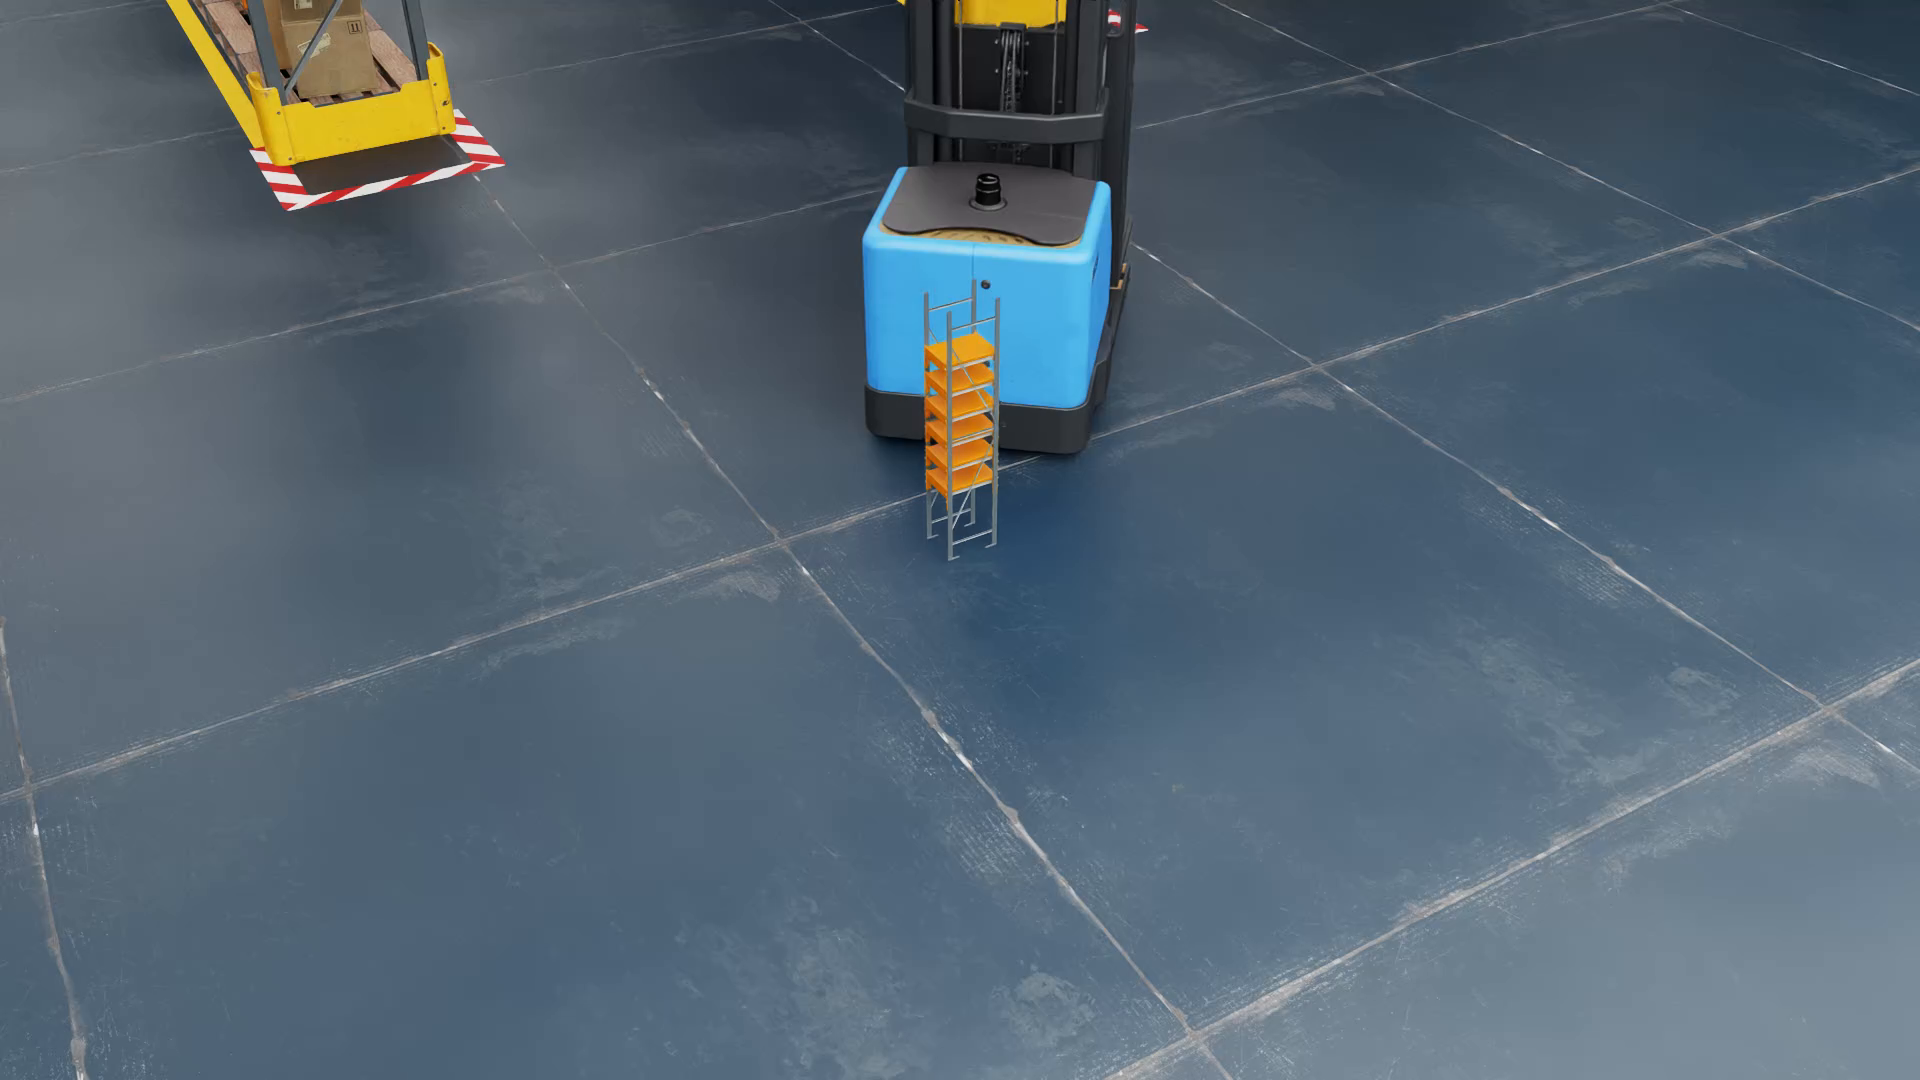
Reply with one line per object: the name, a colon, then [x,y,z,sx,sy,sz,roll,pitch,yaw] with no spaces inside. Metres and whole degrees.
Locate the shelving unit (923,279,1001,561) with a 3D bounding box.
shelving unit: [0.007,-0.477,6.886,0.258,1.200,0.189,-19,40,-24]

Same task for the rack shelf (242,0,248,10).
rack shelf: [-4.850,-4.503,11.482,1.077,0.370,4.000,-19,40,-24]

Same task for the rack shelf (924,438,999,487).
rack shelf: [0.007,-0.344,6.983,0.258,0.103,0.180,-19,40,-24]

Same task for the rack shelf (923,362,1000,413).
rack shelf: [0.007,-0.635,6.771,0.258,0.103,0.180,-19,40,-24]

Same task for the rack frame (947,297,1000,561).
rack frame: [0.053,-0.430,6.822,0.240,1.200,0.006,-19,40,-24]

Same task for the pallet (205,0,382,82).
pallet: [-4.869,-3.732,12.181,1.003,0.211,1.213,-19,40,-24]

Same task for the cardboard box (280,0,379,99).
cardboard box: [-4.144,-3.257,10.929,0.500,0.500,0.500,-12,38,-16]

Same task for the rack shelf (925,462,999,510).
rack shelf: [0.007,-0.247,7.054,0.258,0.103,0.180,-19,40,-24]

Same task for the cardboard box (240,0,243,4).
cardboard box: [-5.014,-4.174,12.185,0.500,0.500,0.500,-23,42,-28]

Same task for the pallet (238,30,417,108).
pallet: [-4.261,-3.111,11.330,1.003,0.211,1.213,-19,40,-24]

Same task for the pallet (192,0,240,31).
pallet: [-5.486,-4.355,13.034,1.003,0.211,1.213,-19,40,-24]

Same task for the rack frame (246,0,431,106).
rack frame: [-3.845,-3.773,9.873,1.000,3.000,0.127,-19,40,-24]

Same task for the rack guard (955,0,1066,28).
rack guard: [0.507,-4.170,12.535,1.175,0.500,0.348,-19,40,-24]

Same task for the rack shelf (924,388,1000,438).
rack shelf: [0.007,-0.538,6.841,0.258,0.103,0.180,-19,40,-24]

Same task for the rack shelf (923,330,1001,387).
rack shelf: [0.007,-0.732,6.700,0.258,0.103,0.180,-19,40,-24]

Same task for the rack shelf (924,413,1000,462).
rack shelf: [0.007,-0.441,6.912,0.258,0.103,0.180,-19,40,-24]

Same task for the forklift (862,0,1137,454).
forklift: [0.326,-2.445,8.113,1.130,2.935,3.031,6,37,8]

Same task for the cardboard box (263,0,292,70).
cardboard box: [-4.474,-3.551,11.333,0.500,0.500,0.500,-9,37,-12]

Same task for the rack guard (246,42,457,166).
rack guard: [-3.883,-2.803,10.663,1.175,0.500,0.348,-19,40,-24]

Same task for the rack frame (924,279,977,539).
rack frame: [-0.039,-0.524,6.950,0.240,1.200,0.006,-19,40,-24]
